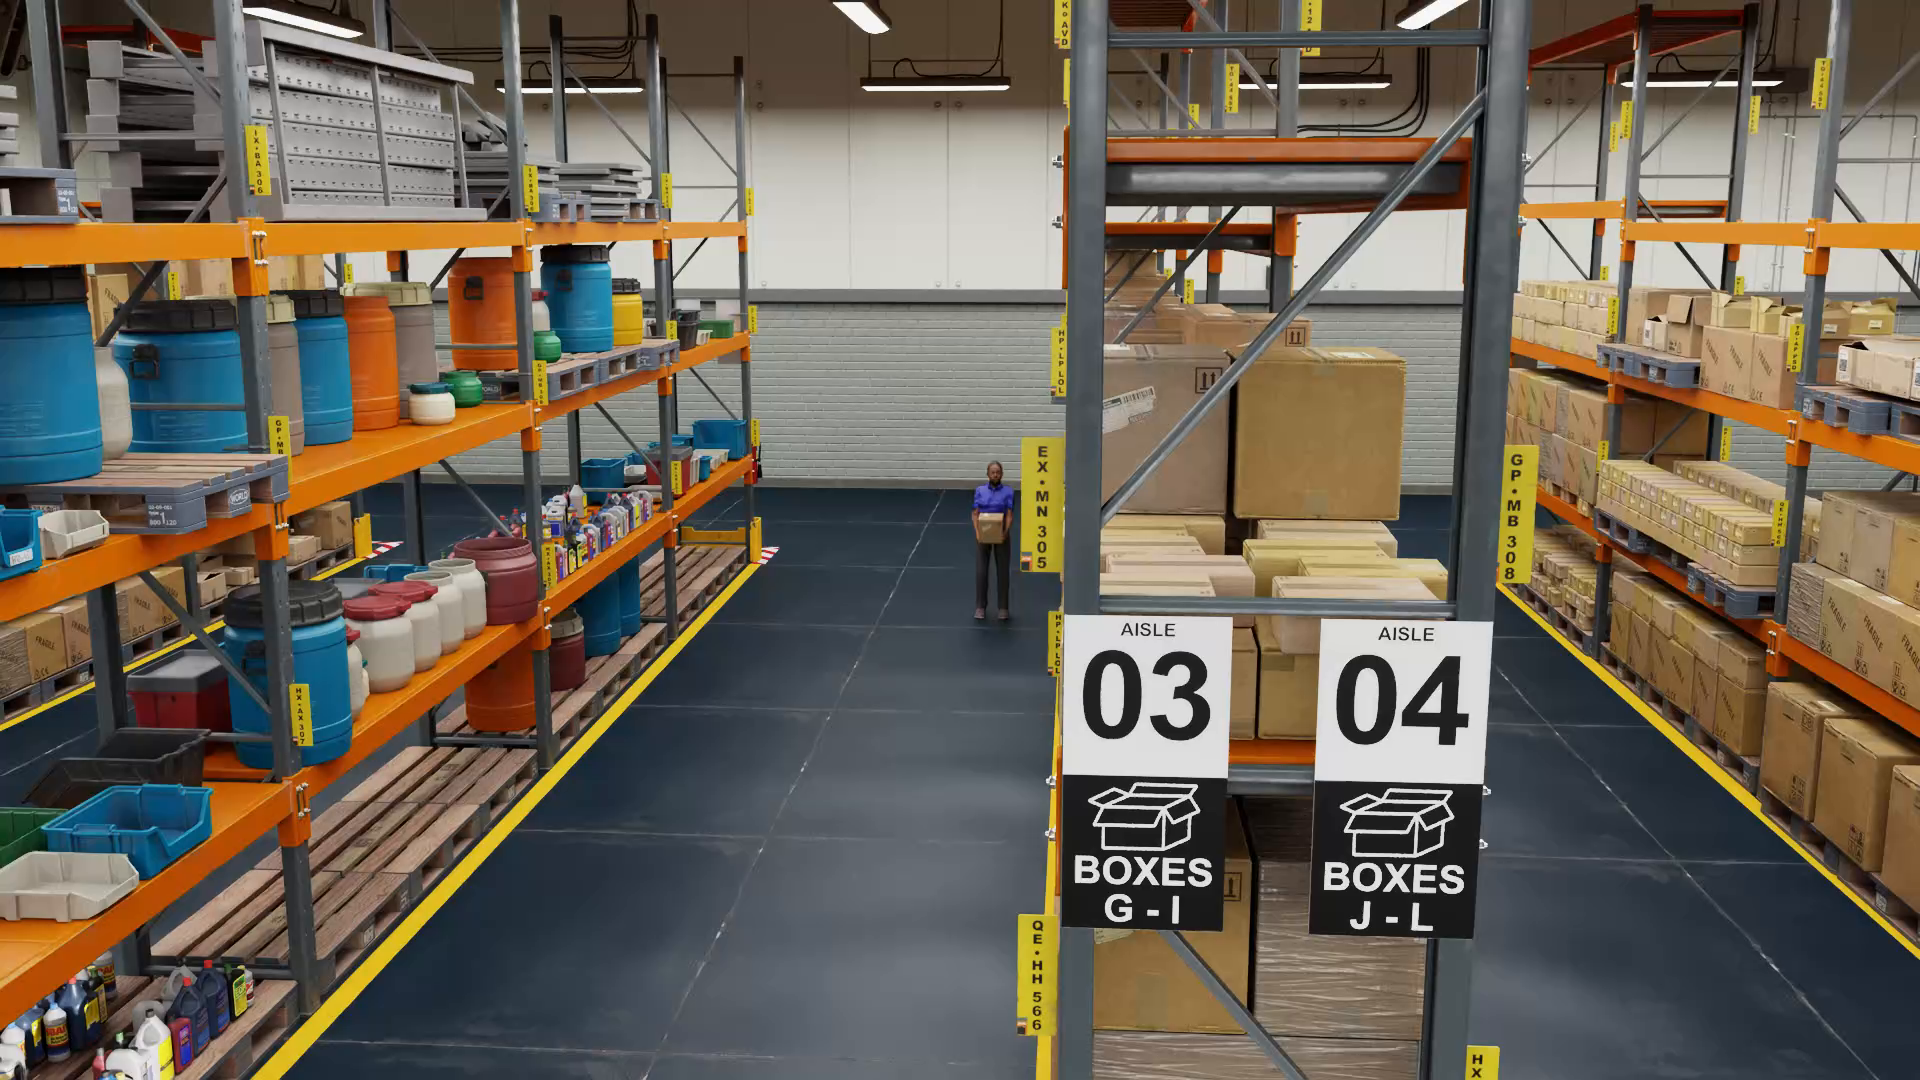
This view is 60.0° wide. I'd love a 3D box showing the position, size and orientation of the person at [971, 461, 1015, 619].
[{"bbox_3d":[0.337,0.013,17.404,0.451,1.650,0.518,1,11,5],"label":"person"}]
